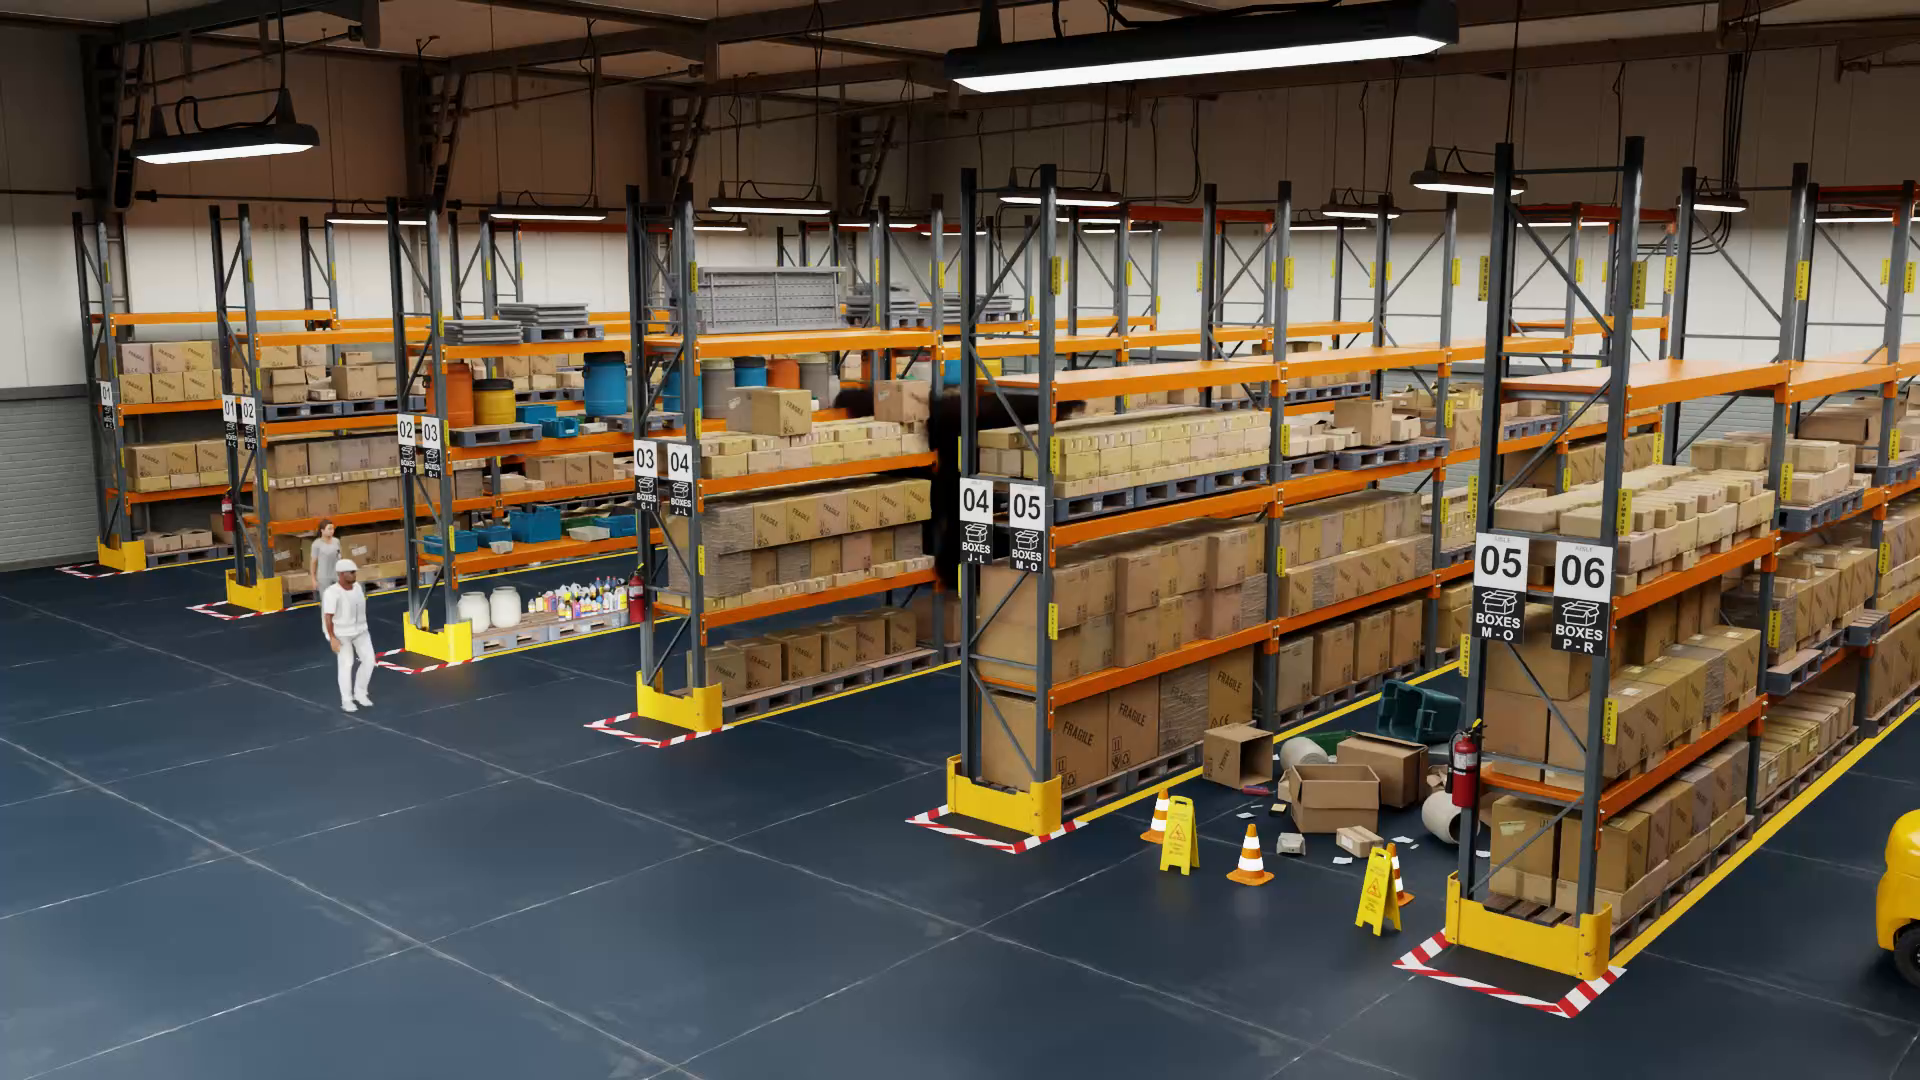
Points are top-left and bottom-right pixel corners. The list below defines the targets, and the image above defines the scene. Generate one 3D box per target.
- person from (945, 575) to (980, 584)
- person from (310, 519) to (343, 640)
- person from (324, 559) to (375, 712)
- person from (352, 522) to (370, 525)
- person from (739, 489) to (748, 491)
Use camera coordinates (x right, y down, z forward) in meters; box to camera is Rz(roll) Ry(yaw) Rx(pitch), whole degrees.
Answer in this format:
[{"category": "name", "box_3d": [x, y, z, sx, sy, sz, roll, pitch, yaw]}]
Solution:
[{"category": "person", "box_3d": [0.108, -0.140, 25.498, 0.510, 1.640, 0.921, 7, 12, 36]}, {"category": "person", "box_3d": [-8.773, 0.525, 23.134, 0.544, 1.671, 0.474, -7, 11, -34]}, {"category": "person", "box_3d": [-7.130, 1.115, 19.410, 0.432, 1.811, 0.610, 8, 12, 39]}, {"category": "person", "box_3d": [-10.413, -0.440, 28.926, 0.578, 1.718, 0.407, -3, 10, -20]}, {"category": "person", "box_3d": [-4.075, -0.660, 30.485, 0.413, 1.561, 0.816, 7, 12, 37]}]
